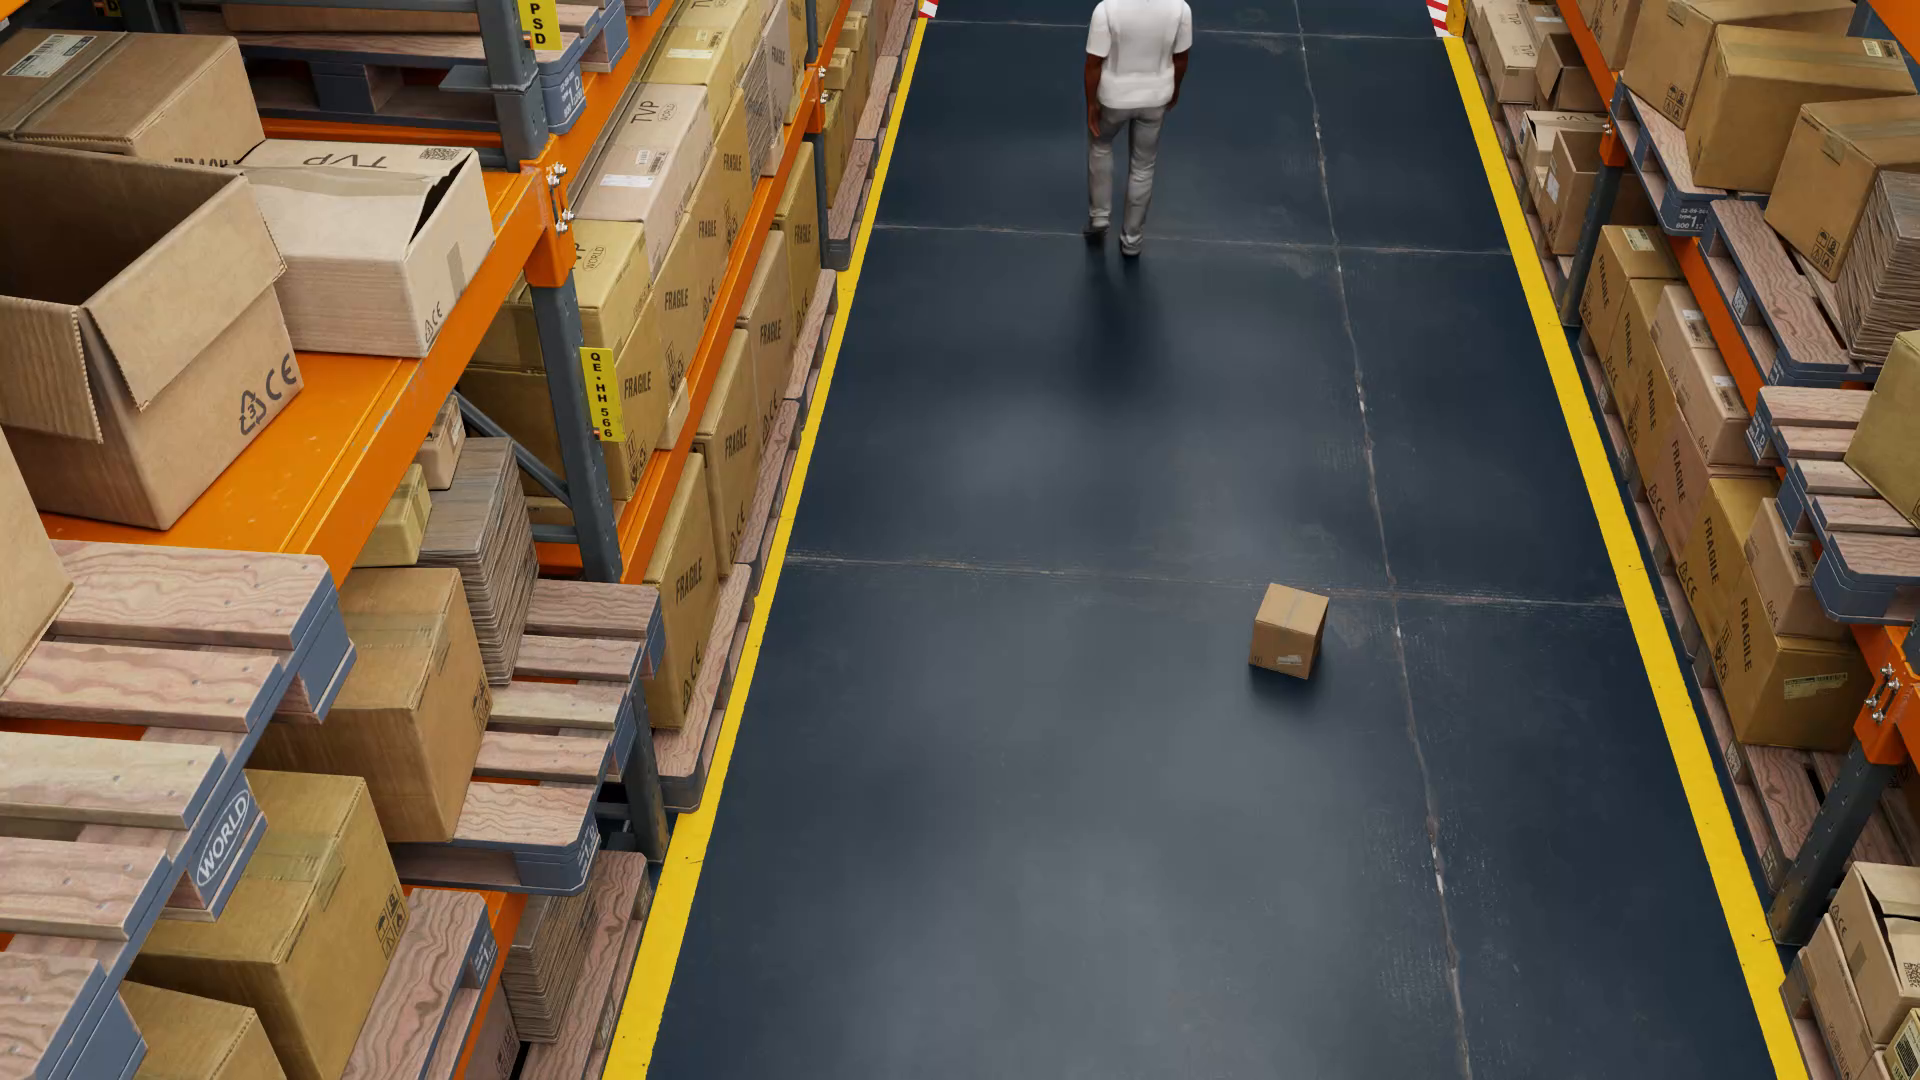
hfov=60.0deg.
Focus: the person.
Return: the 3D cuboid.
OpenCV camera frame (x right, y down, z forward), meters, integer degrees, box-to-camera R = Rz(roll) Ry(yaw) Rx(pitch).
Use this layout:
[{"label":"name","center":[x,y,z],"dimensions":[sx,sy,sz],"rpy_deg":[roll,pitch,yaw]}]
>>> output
[{"label":"person","center":[0.939,-2.391,9.008],"dimensions":[0.567,1.812,0.497],"rpy_deg":[0,40,0]}]
